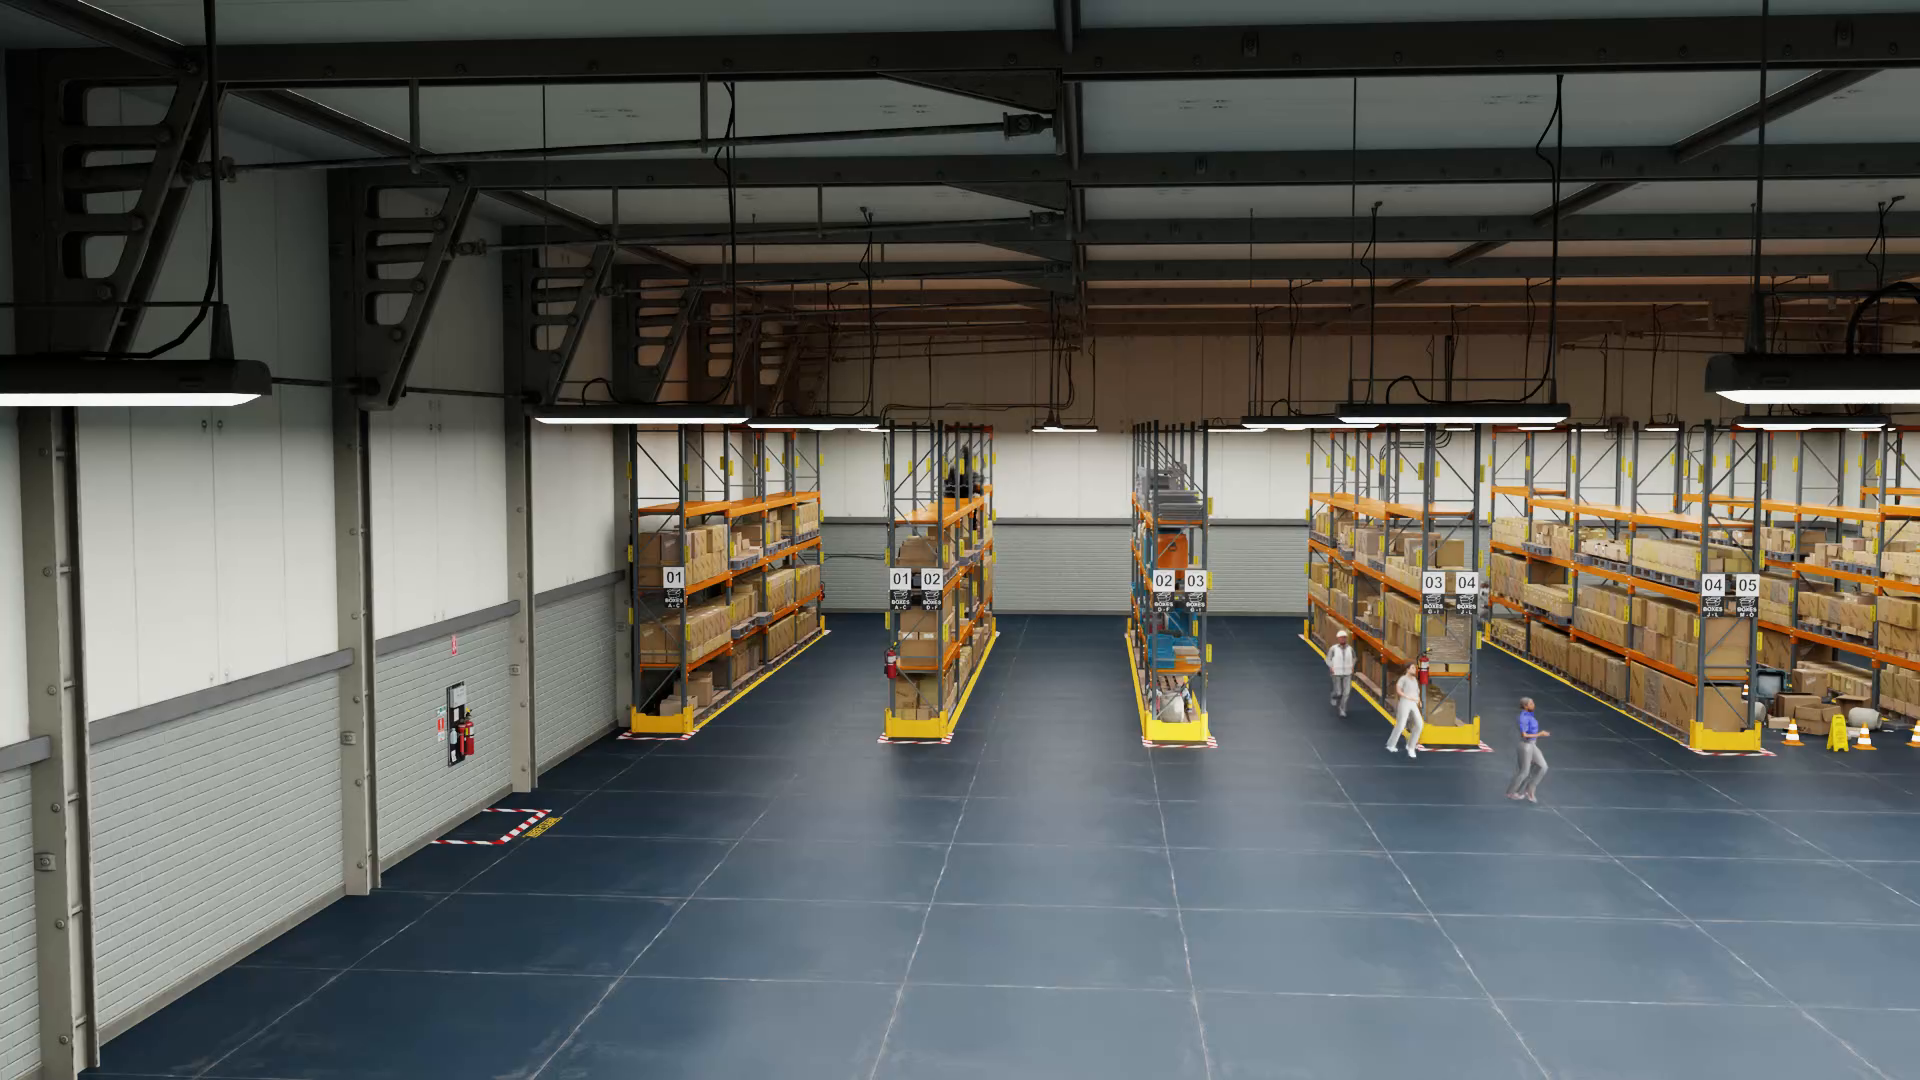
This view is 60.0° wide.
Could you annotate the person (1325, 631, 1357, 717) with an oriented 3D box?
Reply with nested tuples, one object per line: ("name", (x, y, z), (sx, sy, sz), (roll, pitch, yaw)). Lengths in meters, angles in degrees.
("person", (7.793, 2.713, 33.934), (0.658, 1.731, 0.678), (0, 4, -1))

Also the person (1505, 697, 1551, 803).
("person", (8.842, 3.271, 25.834), (0.677, 1.684, 0.559), (3, 4, 35))

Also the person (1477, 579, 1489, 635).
("person", (14.942, 1.917, 47.473), (0.592, 1.617, 0.618), (0, 4, 5))

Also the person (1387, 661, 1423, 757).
("person", (8.035, 3.010, 29.782), (0.628, 1.682, 0.664), (-2, 4, -30))
